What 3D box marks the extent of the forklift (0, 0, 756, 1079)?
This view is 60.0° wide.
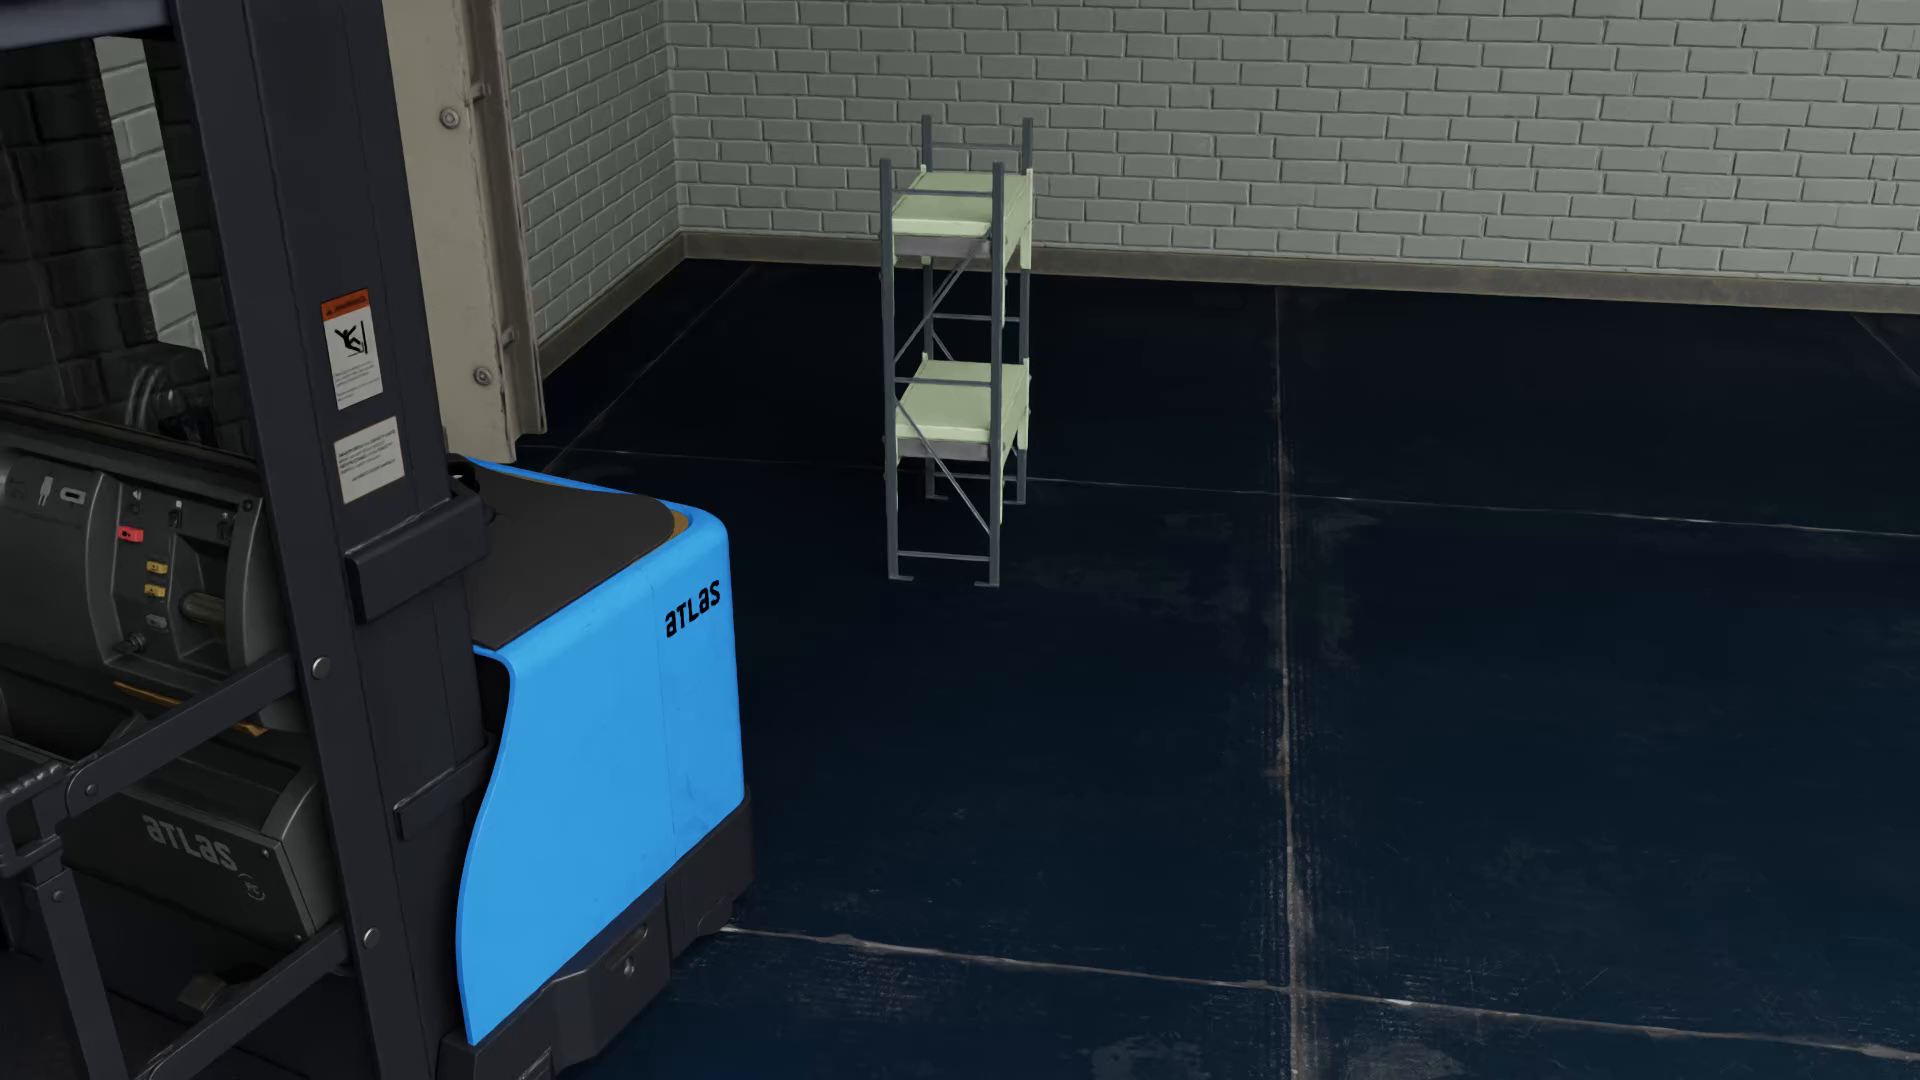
[{"bbox_3d":[-1.637,0.046,2.694,1.130,2.935,3.031,12,28,24],"label":"forklift"}]

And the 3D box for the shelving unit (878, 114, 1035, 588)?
[{"bbox_3d":[0.001,-0.682,5.938,0.431,1.500,0.755,4,25,9],"label":"shelving unit"}]

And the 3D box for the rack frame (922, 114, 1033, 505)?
[{"bbox_3d":[0.061,-0.835,6.265,0.400,1.500,0.023,4,25,9],"label":"rack frame"}]

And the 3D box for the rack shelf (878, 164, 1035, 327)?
[{"bbox_3d":[0.001,-1.036,5.773,0.431,0.370,0.720,4,25,9],"label":"rack shelf"}]

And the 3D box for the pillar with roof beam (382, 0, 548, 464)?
[{"bbox_3d":[2.259,-4.189,4.584,9.100,9.000,0.400,4,25,9],"label":"pillar with roof beam"}]

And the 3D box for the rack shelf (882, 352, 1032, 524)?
[{"bbox_3d":[0.001,-0.387,6.076,0.431,0.370,0.720,4,25,9],"label":"rack shelf"}]

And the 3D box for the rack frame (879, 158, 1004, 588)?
[{"bbox_3d":[-0.059,-0.529,5.611,0.400,1.500,0.023,4,25,9],"label":"rack frame"}]
